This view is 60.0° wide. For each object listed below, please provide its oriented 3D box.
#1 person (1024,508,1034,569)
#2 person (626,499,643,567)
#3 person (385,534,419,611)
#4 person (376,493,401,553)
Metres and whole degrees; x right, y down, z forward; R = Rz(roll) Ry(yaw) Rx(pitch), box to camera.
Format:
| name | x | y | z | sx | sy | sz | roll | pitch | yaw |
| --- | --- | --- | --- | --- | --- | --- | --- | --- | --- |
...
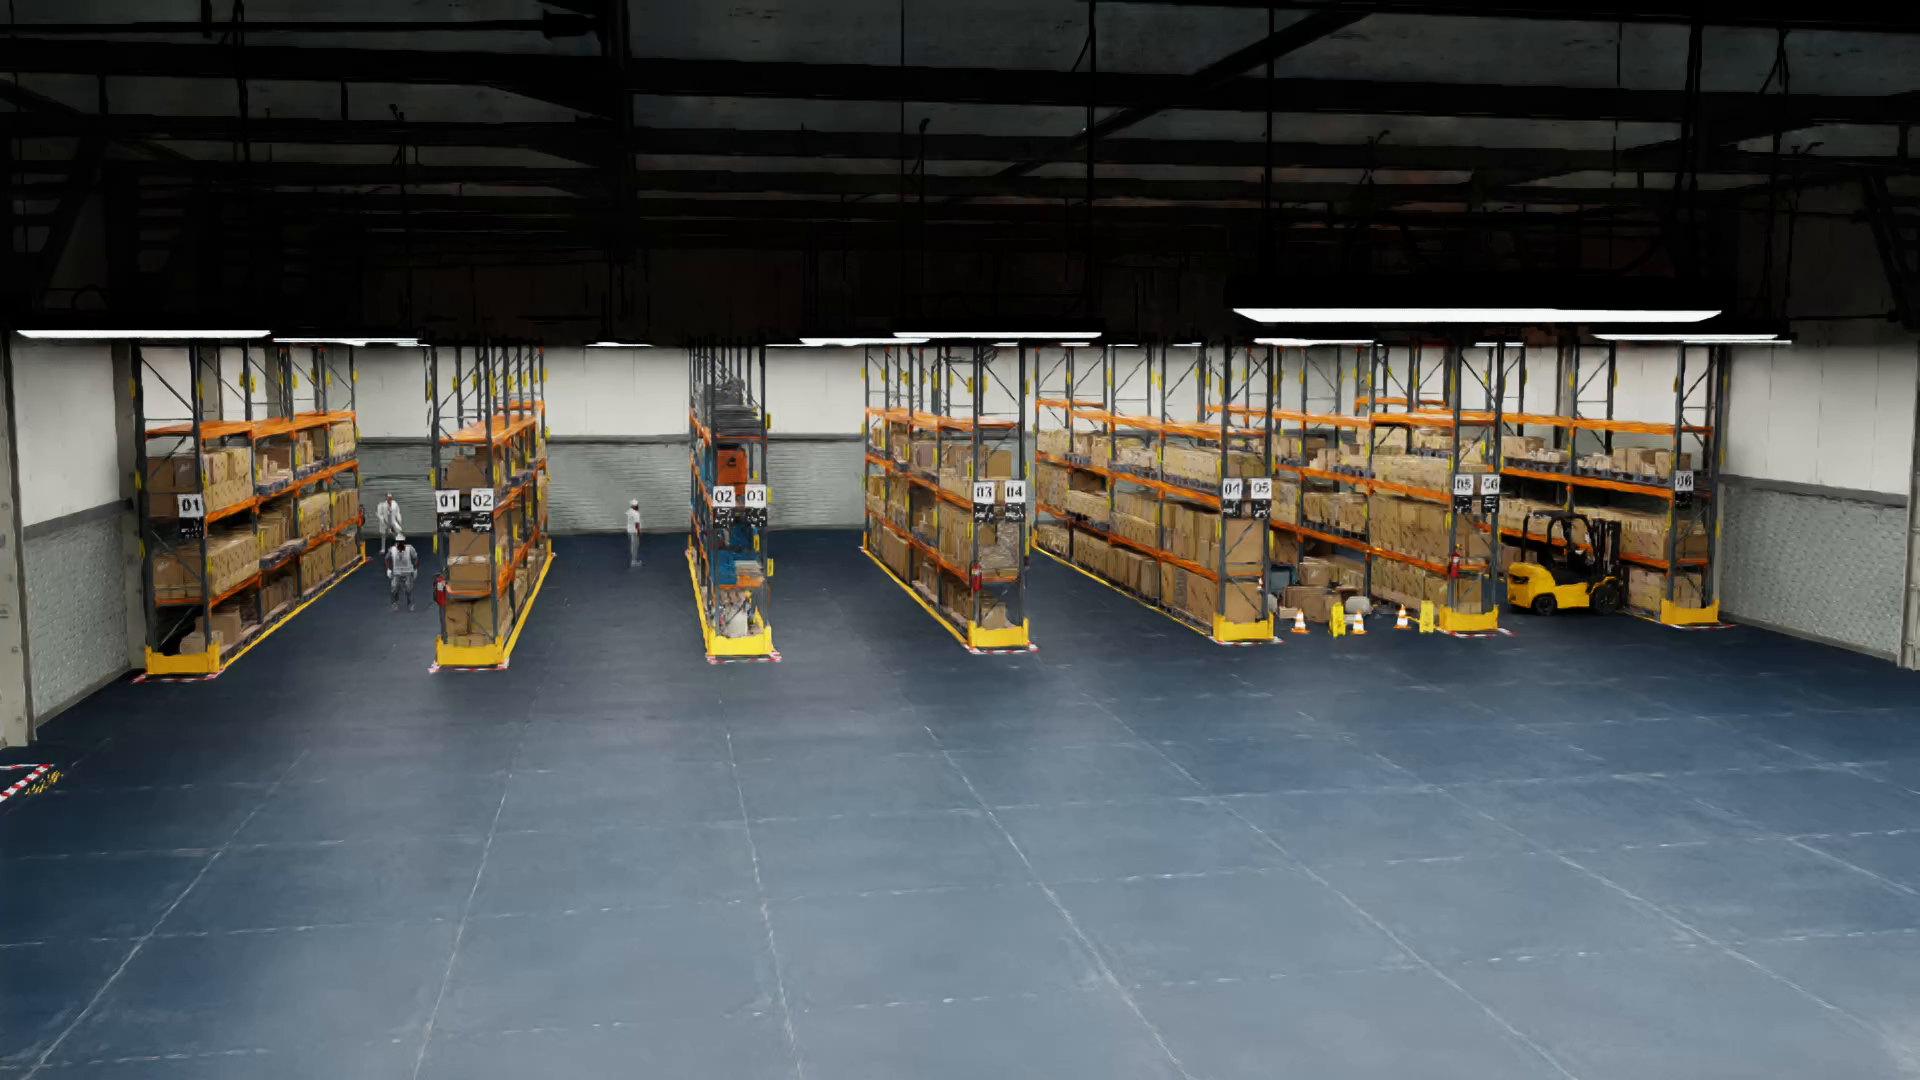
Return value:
| name | x | y | z | sx | sy | sz | roll | pitch | yaw |
| --- | --- | --- | --- | --- | --- | --- | --- | --- | --- |
| person | 1.645 | -0.037 | 43.354 | 0.598 | 1.619 | 0.507 | -1 | 7 | -13 |
| person | -8.547 | -0.200 | 43.872 | 0.469 | 1.766 | 0.642 | -5 | 8 | -35 |
| person | -12.172 | 0.718 | 36.270 | 0.702 | 1.735 | 0.549 | -1 | 7 | -12 |
| person | -15.973 | -0.469 | 46.549 | 0.733 | 1.716 | 0.873 | -4 | 8 | -29 |
